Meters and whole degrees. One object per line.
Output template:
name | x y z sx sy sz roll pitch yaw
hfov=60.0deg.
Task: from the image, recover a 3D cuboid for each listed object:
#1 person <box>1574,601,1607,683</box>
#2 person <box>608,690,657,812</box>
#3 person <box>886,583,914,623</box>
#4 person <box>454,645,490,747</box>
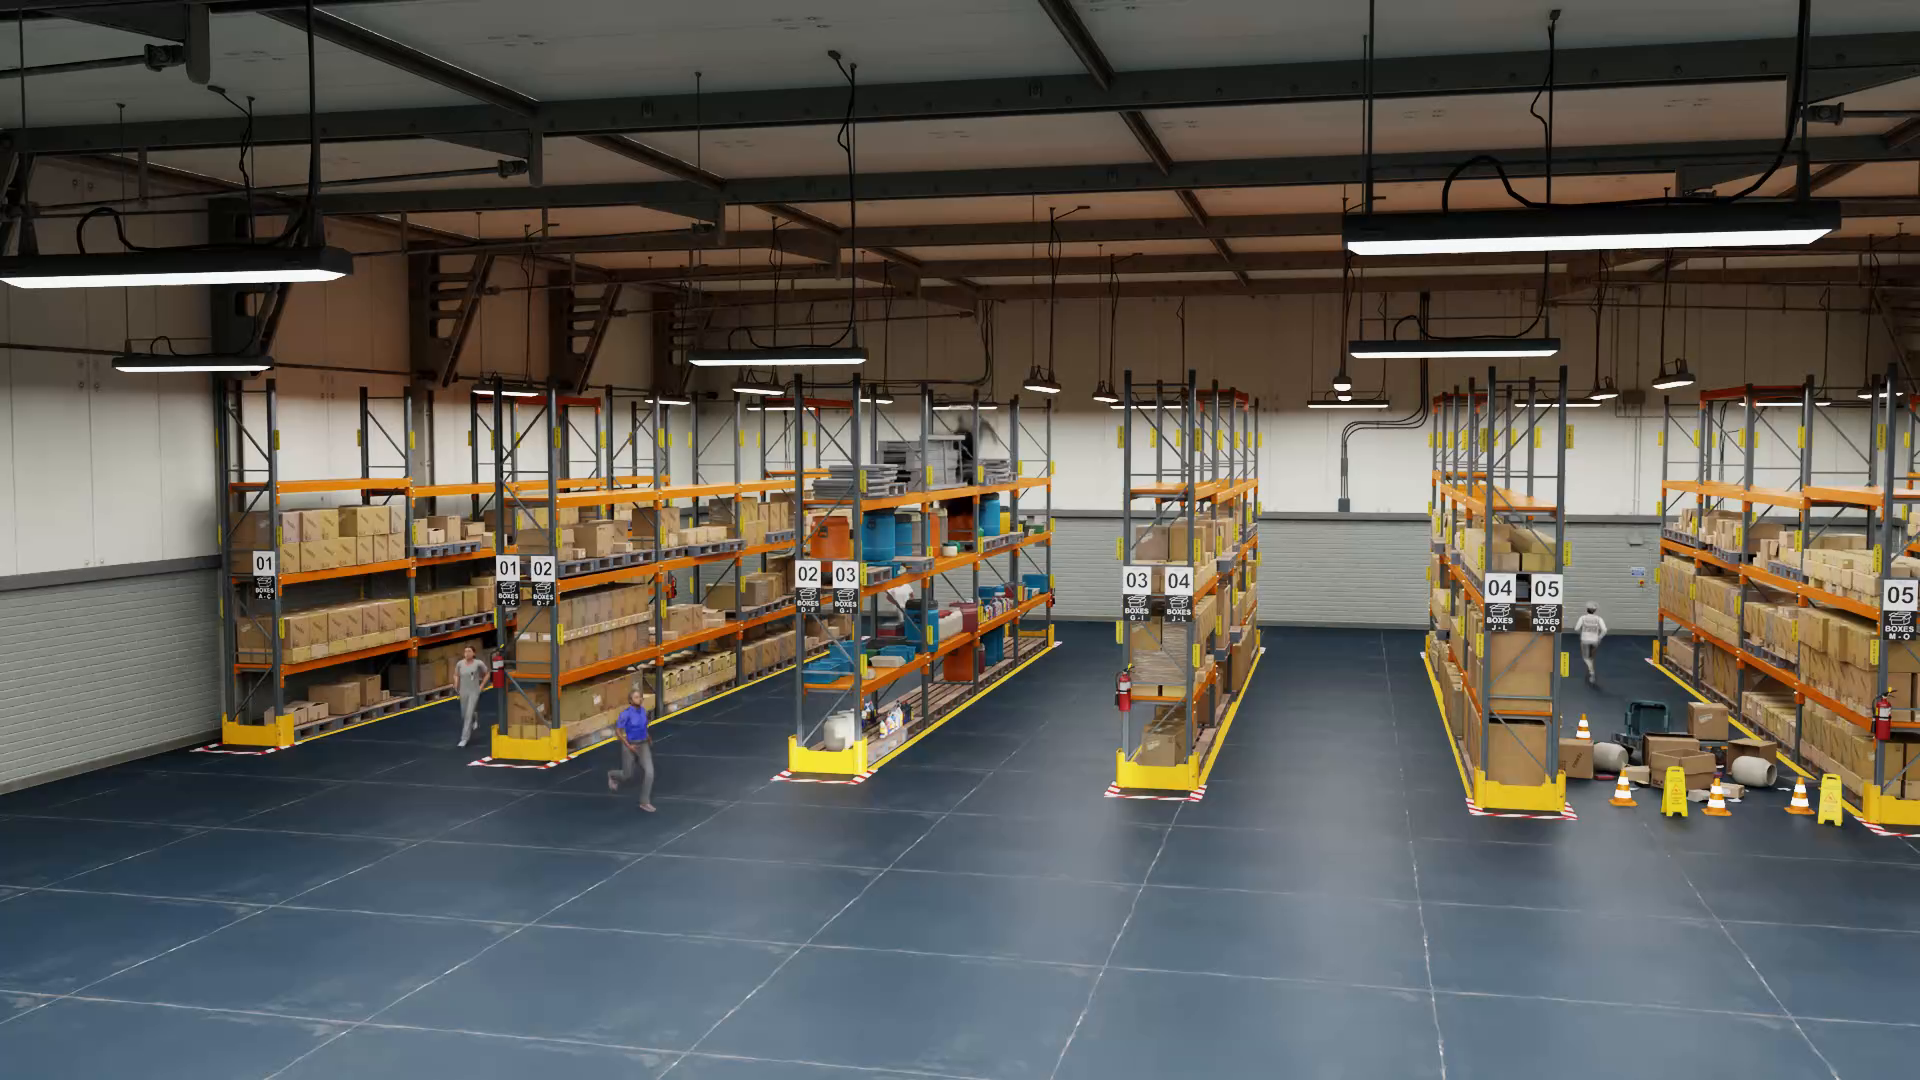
person | 12.808 2.106 33.813 0.610 1.689 0.860 0 3 8
person | -4.449 2.856 22.681 0.564 1.629 0.892 -3 5 -45
person | -1.467 1.659 41.790 0.702 1.686 0.561 -2 4 -26
person | -8.082 2.542 27.490 0.573 1.644 0.935 0 3 1
